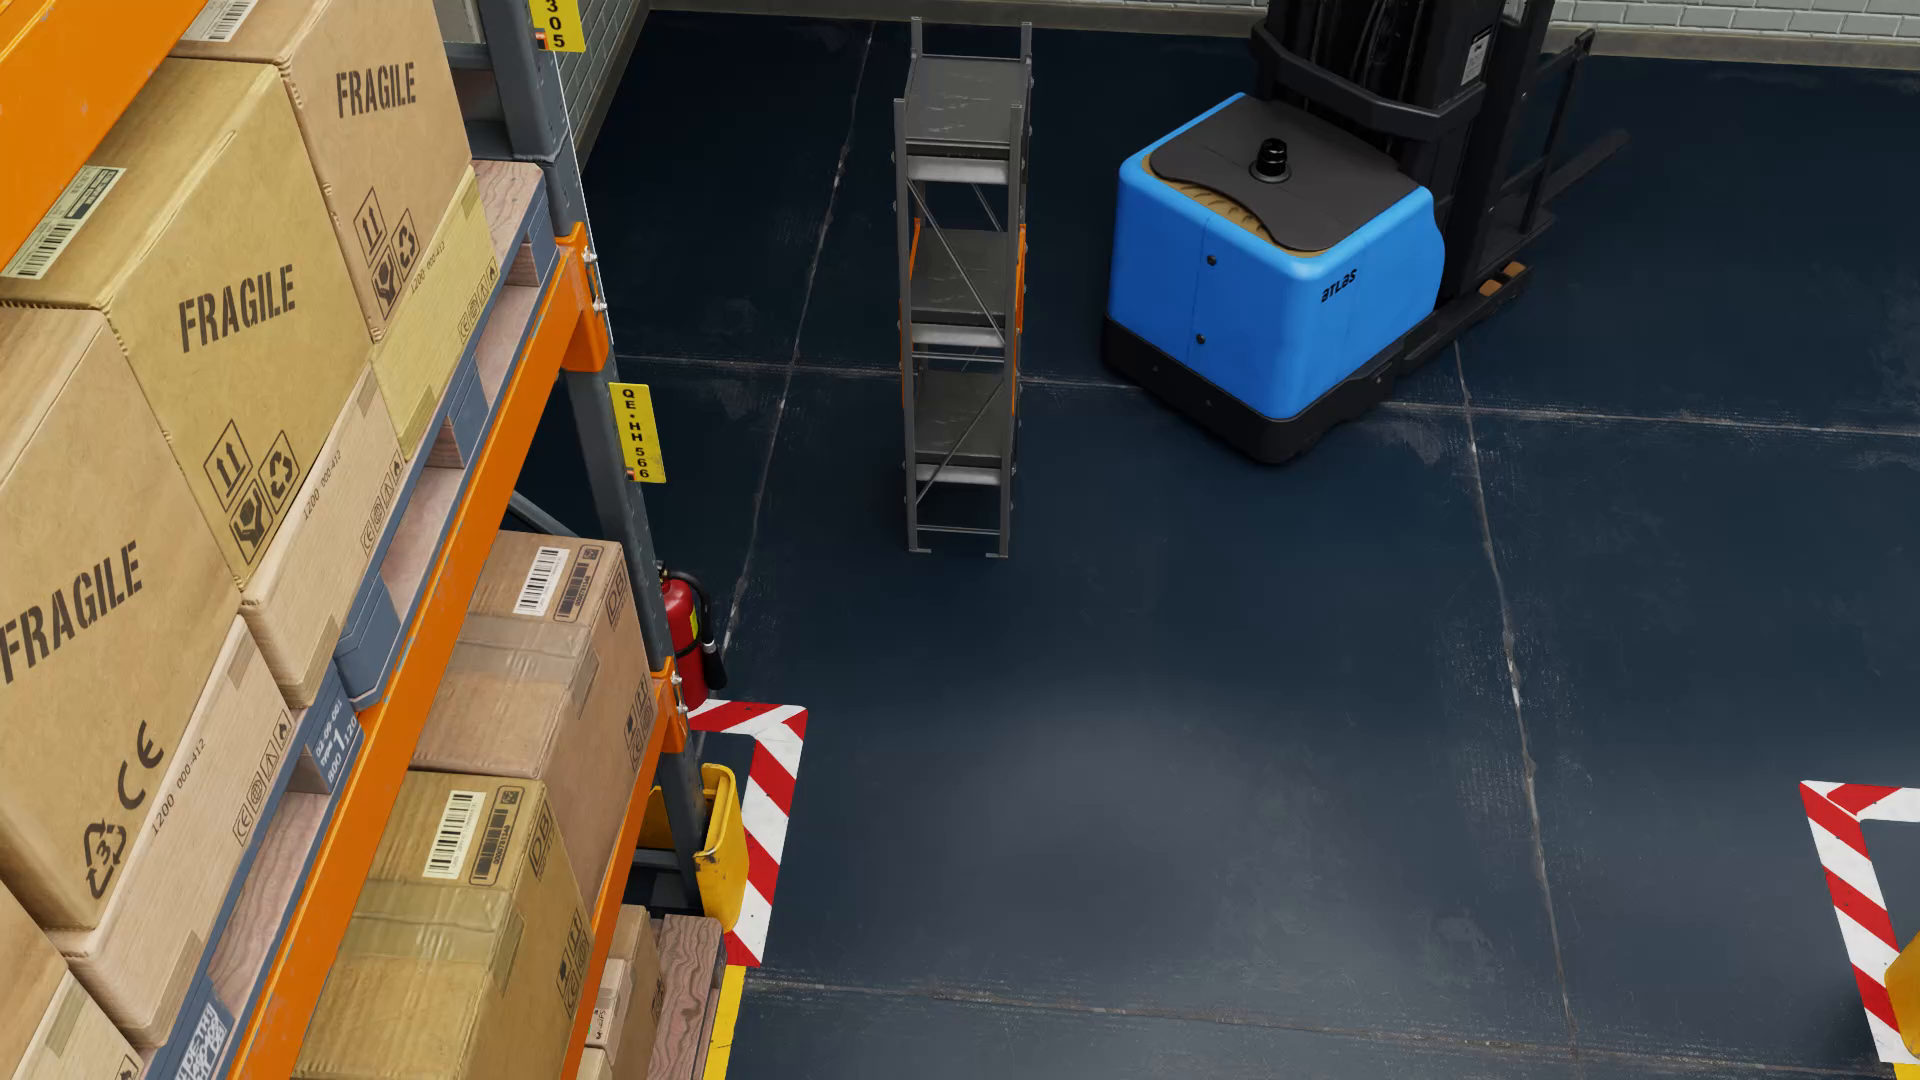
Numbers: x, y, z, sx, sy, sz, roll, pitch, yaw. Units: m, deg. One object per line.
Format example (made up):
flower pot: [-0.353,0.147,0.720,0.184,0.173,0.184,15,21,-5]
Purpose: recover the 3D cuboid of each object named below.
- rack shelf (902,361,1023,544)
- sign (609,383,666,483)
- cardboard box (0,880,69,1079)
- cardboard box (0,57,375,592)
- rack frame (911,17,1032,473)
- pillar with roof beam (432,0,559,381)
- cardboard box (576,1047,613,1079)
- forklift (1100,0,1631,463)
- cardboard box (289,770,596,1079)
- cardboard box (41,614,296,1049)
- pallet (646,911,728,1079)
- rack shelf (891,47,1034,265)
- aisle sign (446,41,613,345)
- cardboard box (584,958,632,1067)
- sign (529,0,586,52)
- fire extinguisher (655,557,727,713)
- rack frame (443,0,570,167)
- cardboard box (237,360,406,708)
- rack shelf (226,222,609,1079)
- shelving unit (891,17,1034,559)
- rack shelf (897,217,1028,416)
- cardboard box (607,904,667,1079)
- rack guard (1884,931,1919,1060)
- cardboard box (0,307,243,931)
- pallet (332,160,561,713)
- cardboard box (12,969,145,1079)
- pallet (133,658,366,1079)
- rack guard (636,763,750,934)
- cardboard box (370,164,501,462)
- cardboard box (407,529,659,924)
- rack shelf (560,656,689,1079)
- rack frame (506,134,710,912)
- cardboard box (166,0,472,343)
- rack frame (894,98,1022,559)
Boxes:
rack shelf: [0.015,-0.349,6.639,0.431,0.518,0.480,4,48,4]
sign: [-0.784,-0.256,4.033,0.100,0.325,0.005,4,48,4]
cardboard box: [-1.263,0.470,1.522,0.500,0.500,0.500,4,48,4]
cardboard box: [-1.174,-0.300,2.225,0.500,0.500,0.500,5,48,5]
rack frame: [0.037,-1.010,6.276,0.400,2.100,0.015,4,48,4]
pillar with roof beam: [2.349,-3.610,3.979,9.100,9.000,0.400,4,48,4]
cardboard box: [-1.140,1.466,4.372,0.380,0.149,0.250,5,48,5]
forklift: [2.041,-2.281,6.876,3.031,2.935,1.130,-35,57,-28]
cardboard box: [-1.414,0.977,3.646,0.980,0.700,0.700,4,48,3]
cardboard box: [-1.214,0.352,2.138,0.500,0.250,0.500,3,48,2]
pallet: [-1.318,1.702,5.077,1.003,0.211,1.213,4,48,4]
rack shelf: [0.015,-1.294,5.606,0.431,0.518,0.480,4,48,4]
aisle sign: [-1.017,-0.743,3.661,0.394,0.787,0.004,4,48,4]
cardboard box: [-1.117,1.278,4.544,0.380,0.149,0.250,3,48,3]
sign: [-0.784,-1.070,3.143,0.100,0.325,0.005,4,48,4]
fire extinguisher: [-0.849,0.240,4.829,0.296,0.674,0.183,4,48,4]
rack frame: [-1.323,-1.857,2.376,1.000,3.000,0.127,4,48,4]
cardboard box: [-1.171,-0.031,2.488,0.500,0.250,0.500,2,48,2]
rack shelf: [-1.505,0.868,2.404,1.077,0.370,4.000,4,48,4]
shelving unit: [0.015,-0.830,6.112,0.431,2.100,0.503,4,48,4]
rack shelf: [0.015,-0.821,6.122,0.431,0.518,0.480,4,48,4]
cardboard box: [-1.287,1.391,4.881,0.700,0.500,0.500,4,48,4]
rack guard: [3.604,1.397,5.159,1.175,0.500,0.348,4,48,4]
cardboard box: [-1.213,0.084,1.874,0.500,0.500,0.500,2,48,2]
pallet: [-1.380,-0.269,3.017,1.003,0.211,1.213,4,48,4]
cardboard box: [-1.262,0.729,1.793,0.500,0.250,0.500,3,48,2]
pallet: [-1.488,0.630,2.194,1.003,0.211,1.213,4,48,4]
rack guard: [-1.320,0.994,5.528,1.175,0.500,0.348,4,48,4]
cardboard box: [-1.125,-0.414,2.838,0.500,0.250,0.500,5,48,5]
cardboard box: [-1.359,0.442,4.136,0.980,0.700,0.700,6,48,5]
rack shelf: [-1.505,1.880,3.511,1.077,0.370,4.000,4,48,4]
rack frame: [-1.323,0.168,4.590,1.000,3.000,0.127,4,48,4]
cardboard box: [-1.118,-0.667,2.561,0.500,0.500,0.500,4,48,3]
rack frame: [-0.007,-0.651,5.948,0.400,2.100,0.015,4,48,4]
